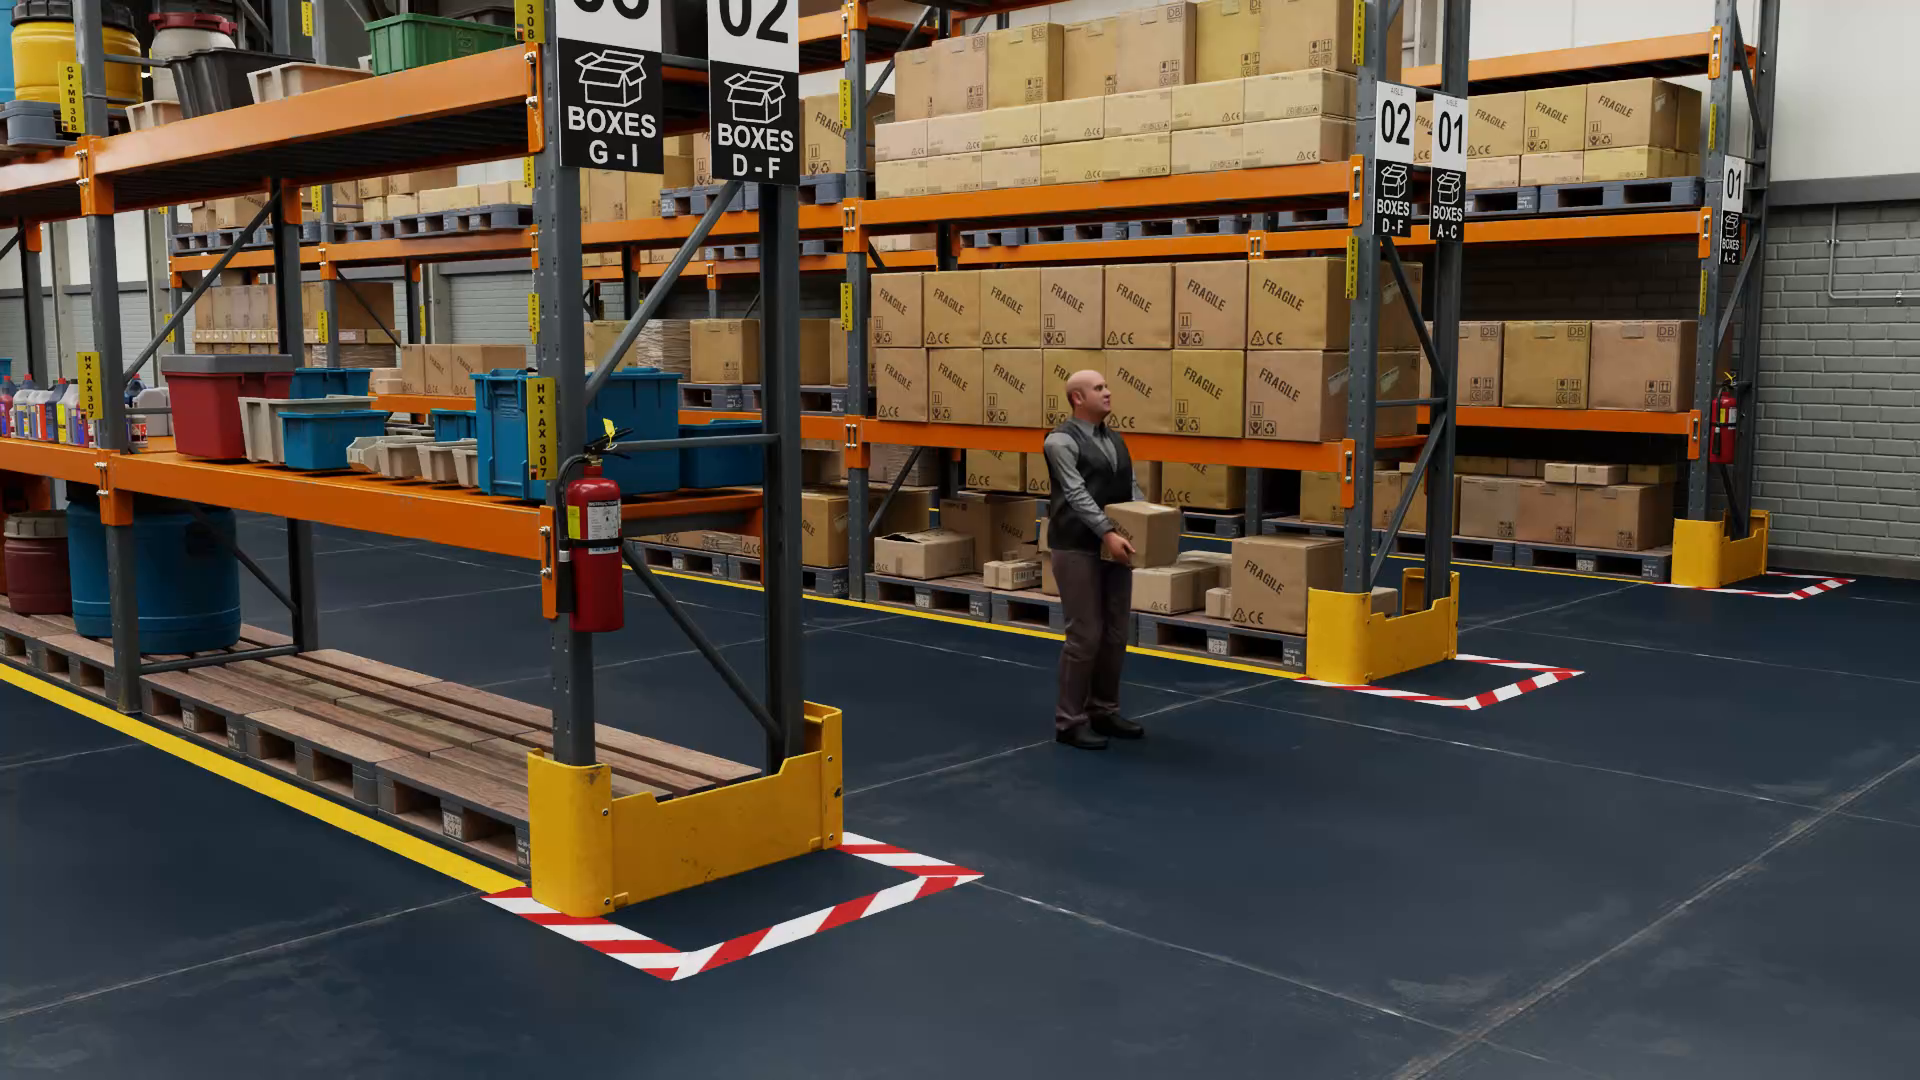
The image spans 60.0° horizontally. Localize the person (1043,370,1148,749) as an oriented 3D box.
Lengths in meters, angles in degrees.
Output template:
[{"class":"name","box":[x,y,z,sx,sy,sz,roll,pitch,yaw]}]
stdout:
[{"class":"person","box":[0.685,0.081,7.692,0.548,1.722,0.501,7,10,43]}]
